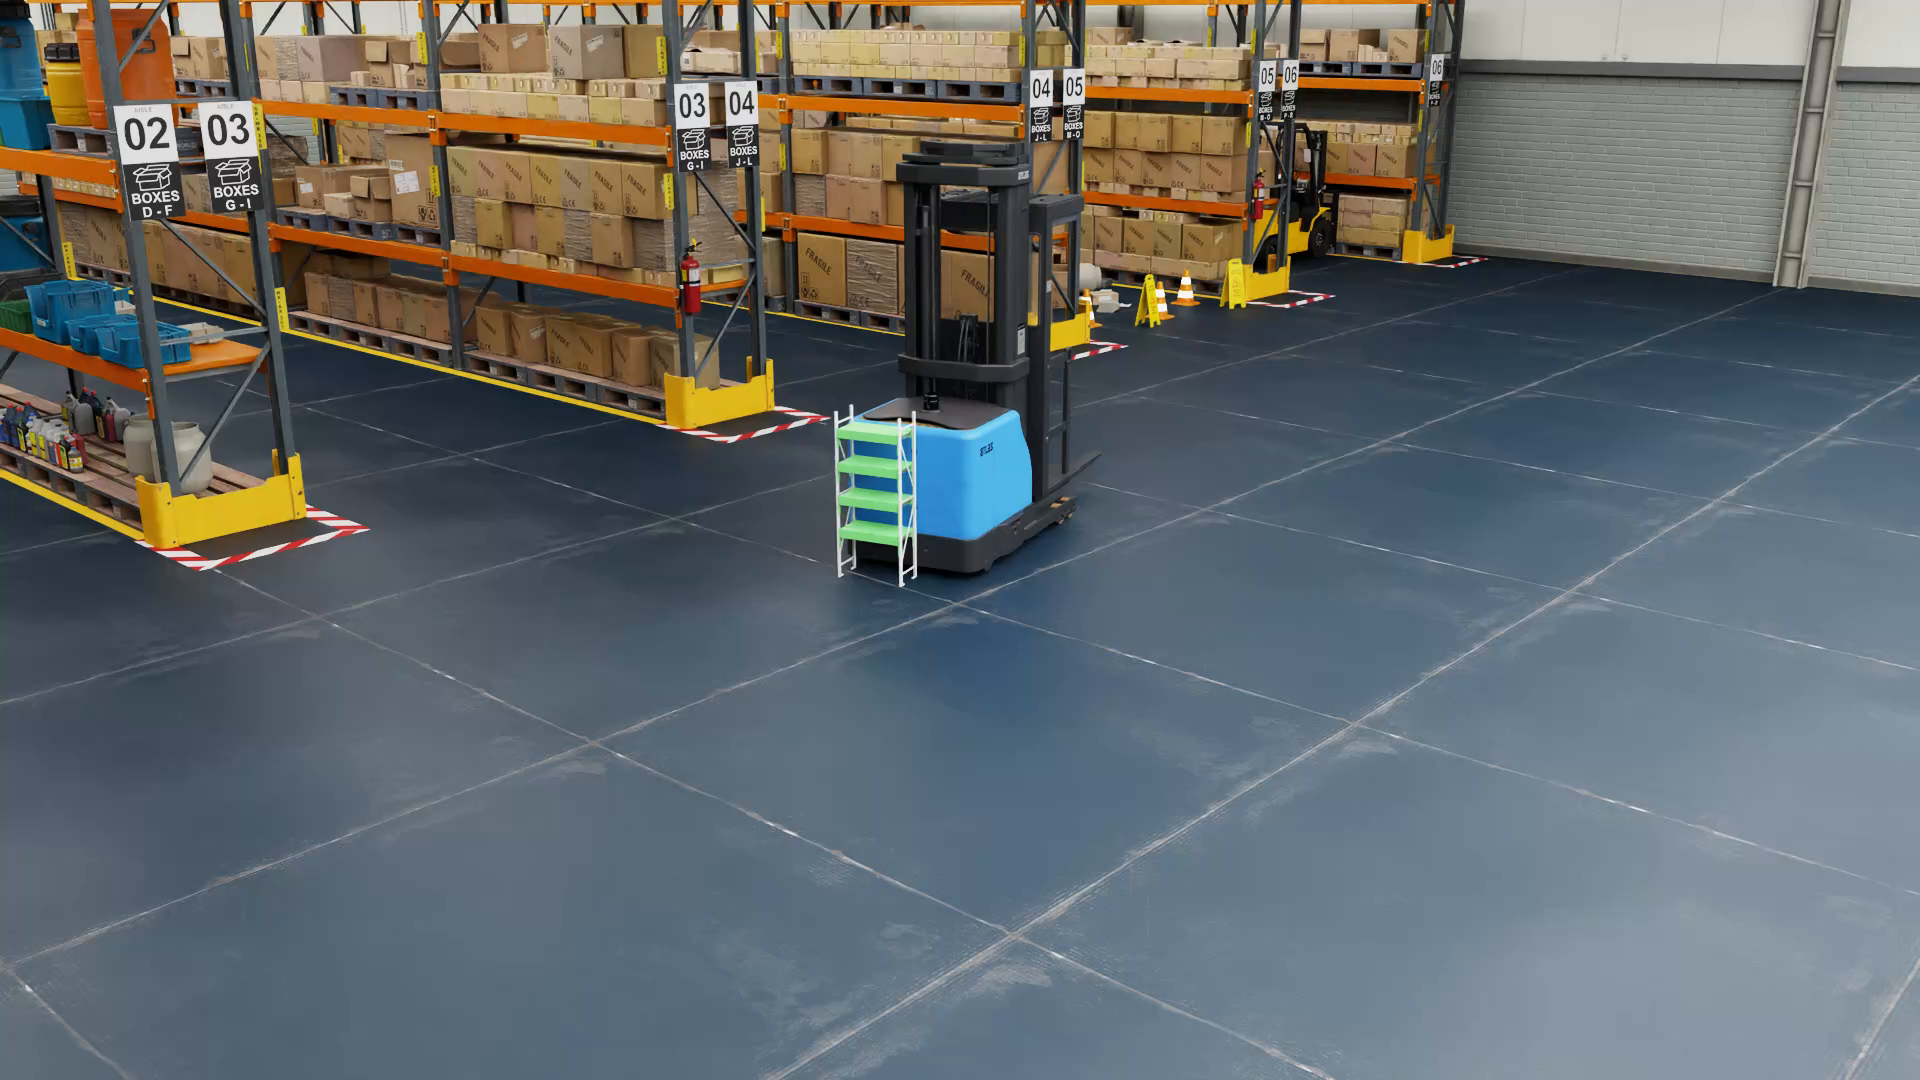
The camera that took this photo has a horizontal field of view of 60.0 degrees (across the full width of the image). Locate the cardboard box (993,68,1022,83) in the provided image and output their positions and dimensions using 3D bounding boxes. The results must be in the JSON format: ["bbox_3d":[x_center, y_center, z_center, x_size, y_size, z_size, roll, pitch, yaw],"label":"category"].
[{"bbox_3d":[0.591,-5.287,18.910,0.250,0.149,0.380,15,23,39],"label":"cardboard box"}]

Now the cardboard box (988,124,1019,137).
[{"bbox_3d":[0.785,-6.113,25.564,0.500,0.500,0.500,15,23,38],"label":"cardboard box"}]

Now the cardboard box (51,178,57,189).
[{"bbox_3d":[-13.454,-5.378,25.016,0.250,0.149,0.380,14,23,38],"label":"cardboard box"}]

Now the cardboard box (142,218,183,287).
[{"bbox_3d":[-10.787,-4.110,23.423,0.875,0.875,1.225,15,23,39],"label":"cardboard box"}]

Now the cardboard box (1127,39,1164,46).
[{"bbox_3d":[3.297,-8.686,29.351,0.500,0.311,0.500,14,22,37],"label":"cardboard box"}]

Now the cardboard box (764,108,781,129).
[{"bbox_3d":[-3.026,-7.257,28.702,0.500,0.500,0.500,15,23,39],"label":"cardboard box"}]

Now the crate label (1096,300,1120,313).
[{"bbox_3d":[1.985,-3.134,22.261,0.298,0.136,0.250,4,18,11],"label":"crate label"}]

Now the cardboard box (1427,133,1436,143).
[{"bbox_3d":[7.485,-6.487,26.856,0.250,0.149,0.380,14,23,38],"label":"cardboard box"}]

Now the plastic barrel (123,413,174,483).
[{"bbox_3d":[-6.509,-0.747,13.424,0.421,0.512,0.421,0,18,0],"label":"plastic barrel"}]

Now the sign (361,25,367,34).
[{"bbox_3d":[-10.520,-8.925,29.354,0.005,0.325,0.100,15,23,39],"label":"sign"}]

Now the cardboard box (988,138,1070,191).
[{"bbox_3d":[0.812,-4.409,19.512,0.550,0.550,0.875,15,23,39],"label":"cardboard box"}]

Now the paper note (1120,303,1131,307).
[{"bbox_3d":[2.246,-3.204,22.657,0.142,0.019,0.148,7,19,21],"label":"paper note"}]

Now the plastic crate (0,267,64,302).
[{"bbox_3d":[-8.276,-2.157,14.551,0.504,0.338,0.767,15,23,39],"label":"plastic crate"}]

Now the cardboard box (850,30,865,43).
[{"bbox_3d":[-1.117,-6.126,20.235,0.250,0.149,0.380,15,23,40],"label":"cardboard box"}]

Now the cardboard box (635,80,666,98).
[{"bbox_3d":[-2.835,-4.250,15.674,0.250,0.149,0.380,14,22,38],"label":"cardboard box"}]

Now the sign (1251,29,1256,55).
[{"bbox_3d":[3.891,-6.610,22.058,0.005,0.325,0.100,15,23,39],"label":"sign"}]

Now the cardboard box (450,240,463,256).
[{"bbox_3d":[-5.334,-3.210,18.182,0.250,0.149,0.380,15,23,39],"label":"cardboard box"}]

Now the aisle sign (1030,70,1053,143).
[{"bbox_3d":[0.918,-4.896,18.784,0.004,0.787,0.394,15,23,39],"label":"aisle sign"}]

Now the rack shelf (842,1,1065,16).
[{"bbox_3d":[-0.213,-8.410,26.086,4.000,0.370,1.077,15,23,39],"label":"rack shelf"}]

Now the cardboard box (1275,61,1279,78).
[{"bbox_3d":[4.075,-6.541,23.060,0.500,0.250,0.500,15,23,38],"label":"cardboard box"}]

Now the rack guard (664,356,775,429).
[{"bbox_3d":[-2.361,-1.461,16.390,0.348,0.500,1.175,15,23,39],"label":"rack guard"}]

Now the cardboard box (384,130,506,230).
[{"bbox_3d":[-5.797,-4.118,18.942,1.000,1.000,1.000,15,23,40],"label":"cardboard box"}]

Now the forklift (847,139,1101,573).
[{"bbox_3d":[0.268,-1.570,12.712,1.130,2.935,3.031,8,19,24],"label":"forklift"}]

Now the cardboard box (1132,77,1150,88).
[{"bbox_3d":[2.643,-6.496,23.579,0.250,0.149,0.380,15,23,39],"label":"cardboard box"}]

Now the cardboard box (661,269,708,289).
[{"bbox_3d":[-2.654,-2.528,16.035,0.250,0.149,0.380,15,23,39],"label":"cardboard box"}]

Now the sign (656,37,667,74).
[{"bbox_3d":[-2.687,-4.368,14.993,0.005,0.325,0.100,15,23,39],"label":"sign"}]

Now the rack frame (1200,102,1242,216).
[{"bbox_3d":[4.574,-6.807,29.100,0.127,3.000,1.000,15,23,39],"label":"rack frame"}]

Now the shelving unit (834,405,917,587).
[{"bbox_3d":[-0.585,-0.310,11.605,0.503,1.200,0.258,8,19,24],"label":"shelving unit"}]

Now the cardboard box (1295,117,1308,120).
[{"bbox_3d":[5.790,-7.107,28.317,0.250,0.149,0.380,15,23,38],"label":"cardboard box"}]

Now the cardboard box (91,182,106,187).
[{"bbox_3d":[-12.172,-5.250,23.951,0.500,0.250,0.500,16,24,41],"label":"cardboard box"}]

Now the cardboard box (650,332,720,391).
[{"bbox_3d":[-2.760,-1.775,16.685,0.500,0.500,0.500,-13,22,-36],"label":"cardboard box"}]

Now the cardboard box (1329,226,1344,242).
[{"bbox_3d":[6.271,-5.120,27.638,0.500,0.250,0.500,15,23,40],"label":"cardboard box"}]

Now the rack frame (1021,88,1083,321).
[{"bbox_3d":[1.064,-3.739,19.436,0.127,3.000,1.000,15,23,39],"label":"rack frame"}]

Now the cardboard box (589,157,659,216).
[{"bbox_3d":[-3.257,-3.457,16.236,0.500,0.500,0.500,15,23,39],"label":"cardboard box"}]

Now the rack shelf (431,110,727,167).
[{"bbox_3d":[-3.800,-4.126,16.884,4.000,0.370,1.077,15,23,39],"label":"rack shelf"}]

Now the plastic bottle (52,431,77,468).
[{"bbox_3d":[-7.426,-0.755,13.806,0.135,0.276,0.152,15,23,40],"label":"plastic bottle"}]

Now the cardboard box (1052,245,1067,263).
[{"bbox_3d":[1.545,-4.393,25.346,0.500,0.250,0.500,14,22,37],"label":"cardboard box"}]

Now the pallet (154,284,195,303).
[{"bbox_3d":[-10.652,-3.580,23.543,1.213,0.211,1.003,15,23,39],"label":"pallet"}]

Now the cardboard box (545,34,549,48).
[{"bbox_3d":[-6.370,-7.464,24.782,0.258,0.266,0.396,15,23,39],"label":"cardboard box"}]

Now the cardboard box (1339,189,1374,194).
[{"bbox_3d":[6.589,-5.711,27.847,0.500,0.250,0.500,15,23,39],"label":"cardboard box"}]

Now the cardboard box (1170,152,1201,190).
[{"bbox_3d":[3.314,-5.217,23.435,0.500,0.500,0.500,15,23,39],"label":"cardboard box"}]

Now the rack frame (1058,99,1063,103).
[{"bbox_3d":[1.282,-5.683,25.559,0.127,3.000,1.000,15,23,39],"label":"rack frame"}]

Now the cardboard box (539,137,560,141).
[{"bbox_3d":[-6.305,-6.161,25.803,0.250,0.149,0.380,15,23,39],"label":"cardboard box"}]

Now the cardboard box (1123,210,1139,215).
[{"bbox_3d":[2.667,-4.668,24.973,0.500,0.500,0.500,17,24,42],"label":"cardboard box"}]

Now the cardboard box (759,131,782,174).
[{"bbox_3d":[-2.303,-5.165,22.110,0.500,0.500,0.700,15,23,38],"label":"cardboard box"}]

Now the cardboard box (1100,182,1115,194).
[{"bbox_3d":[2.256,-5.168,24.353,0.250,0.149,0.380,15,23,40],"label":"cardboard box"}]

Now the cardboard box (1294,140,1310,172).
[{"bbox_3d":[5.875,-6.398,27.647,0.500,0.500,0.500,15,23,40],"label":"cardboard box"}]

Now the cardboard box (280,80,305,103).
[{"bbox_3d":[-7.721,-5.347,19.790,0.500,0.250,0.500,16,23,41],"label":"cardboard box"}]

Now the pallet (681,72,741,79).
[{"bbox_3d":[-3.564,-6.344,22.997,1.213,0.211,1.003,16,24,42],"label":"pallet"}]

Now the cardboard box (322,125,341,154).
[{"bbox_3d":[-10.751,-6.989,29.017,0.500,0.500,0.500,16,24,42],"label":"cardboard box"}]

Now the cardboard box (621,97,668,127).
[{"bbox_3d":[-2.833,-4.035,15.656,0.500,0.250,0.500,16,23,40],"label":"cardboard box"}]
